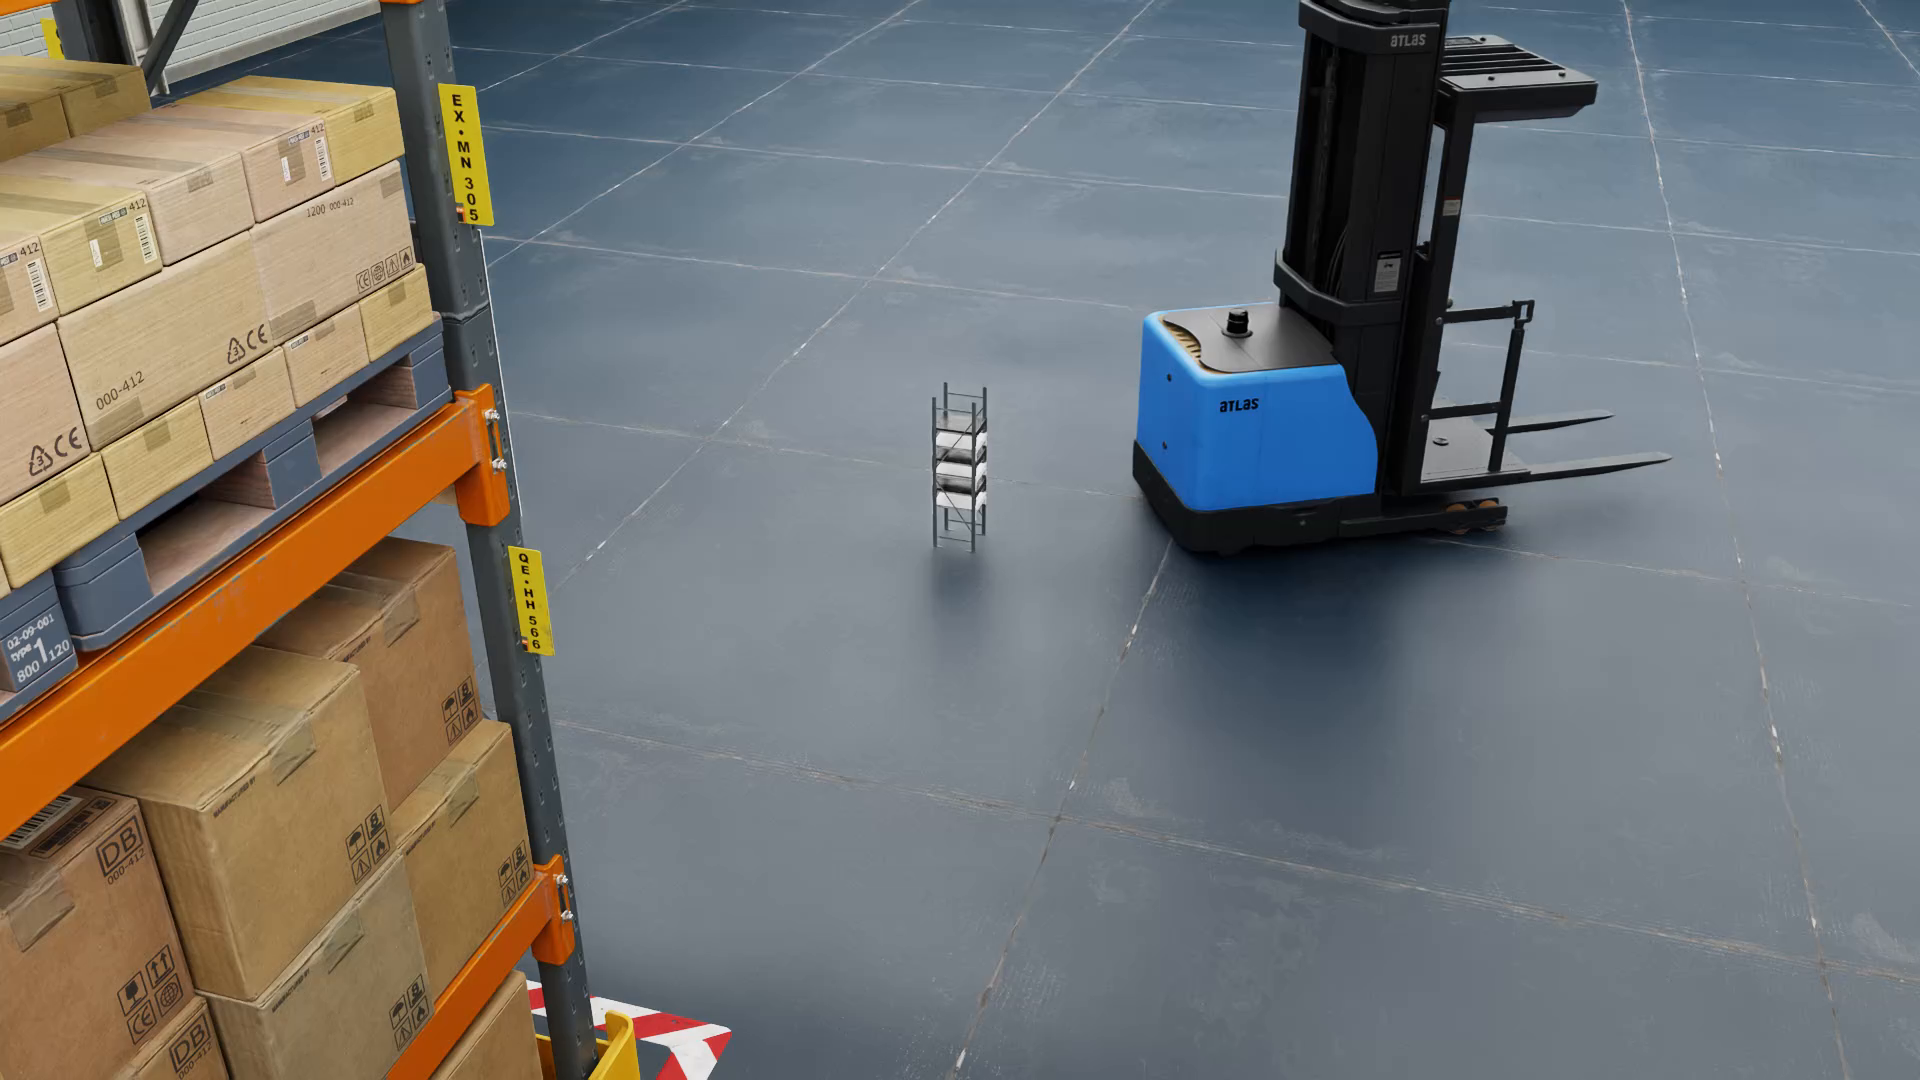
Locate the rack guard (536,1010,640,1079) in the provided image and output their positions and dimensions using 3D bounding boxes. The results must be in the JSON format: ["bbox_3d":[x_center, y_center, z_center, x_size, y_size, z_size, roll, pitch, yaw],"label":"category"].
[{"bbox_3d":[-1.652,1.772,5.551,1.175,0.500,0.348,8,30,15],"label":"rack guard"}]

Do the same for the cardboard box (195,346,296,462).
[{"bbox_3d":[-1.582,-0.298,3.339,0.380,0.149,0.250,9,30,16],"label":"cardboard box"}]

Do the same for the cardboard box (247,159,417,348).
[{"bbox_3d":[-1.536,-0.645,3.551,0.500,0.250,0.500,9,30,16],"label":"cardboard box"}]

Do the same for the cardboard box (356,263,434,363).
[{"bbox_3d":[-1.433,-0.535,3.764,0.380,0.149,0.250,8,30,15],"label":"cardboard box"}]

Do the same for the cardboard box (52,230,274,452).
[{"bbox_3d":[-1.683,-0.412,3.133,0.500,0.250,0.500,9,30,15],"label":"cardboard box"}]

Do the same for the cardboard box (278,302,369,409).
[{"bbox_3d":[-1.508,-0.418,3.554,0.380,0.149,0.250,9,30,15],"label":"cardboard box"}]

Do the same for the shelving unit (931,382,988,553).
[{"bbox_3d":[-0.002,-0.389,9.024,0.258,0.900,0.210,8,30,15],"label":"shelving unit"}]

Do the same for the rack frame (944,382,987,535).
[{"bbox_3d":[0.027,-0.437,9.109,0.240,0.900,0.006,8,30,15],"label":"rack frame"}]

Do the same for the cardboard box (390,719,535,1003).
[{"bbox_3d":[-1.725,0.804,4.565,0.875,0.550,0.550,8,30,15],"label":"cardboard box"}]

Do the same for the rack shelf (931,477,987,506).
[{"bbox_3d":[-0.002,-0.282,9.084,0.258,0.077,0.200,8,30,15],"label":"rack shelf"}]

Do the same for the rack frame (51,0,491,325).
[{"bbox_3d":[-1.659,-1.931,3.465,1.000,3.000,0.127,8,30,15],"label":"rack frame"}]

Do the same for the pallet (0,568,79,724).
[{"bbox_3d":[-2.223,0.334,2.571,1.003,0.211,1.213,8,30,15],"label":"pallet"}]

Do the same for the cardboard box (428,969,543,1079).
[{"bbox_3d":[-1.795,1.760,4.754,0.875,0.875,0.875,9,30,15],"label":"cardboard box"}]

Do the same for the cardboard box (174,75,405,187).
[{"bbox_3d":[-1.434,-0.881,3.566,0.380,0.149,0.250,9,30,15],"label":"cardboard box"}]

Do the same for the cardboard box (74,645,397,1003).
[{"bbox_3d":[-1.878,0.589,3.841,0.875,0.550,0.550,8,30,15],"label":"cardboard box"}]

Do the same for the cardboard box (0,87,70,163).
[{"bbox_3d":[-2.136,-0.860,3.528,0.380,0.149,0.250,9,30,15],"label":"cardboard box"}]

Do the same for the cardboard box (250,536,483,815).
[{"bbox_3d":[-1.805,0.320,4.324,0.875,0.550,0.550,8,30,15],"label":"cardboard box"}]

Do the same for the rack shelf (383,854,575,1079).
[{"bbox_3d":[-2.246,1.934,3.427,1.077,0.370,4.000,8,30,15],"label":"rack shelf"}]

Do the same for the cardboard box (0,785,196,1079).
[{"bbox_3d":[-2.173,0.830,3.408,0.875,0.550,0.550,8,30,15],"label":"cardboard box"}]

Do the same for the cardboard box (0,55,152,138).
[{"bbox_3d":[-2.061,-0.976,3.738,0.380,0.149,0.250,9,30,15],"label":"cardboard box"}]

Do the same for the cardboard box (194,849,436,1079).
[{"bbox_3d":[-1.865,1.063,4.100,0.875,0.550,0.550,8,30,15],"label":"cardboard box"}]

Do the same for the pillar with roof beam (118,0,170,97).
[{"bbox_3d":[-4.595,-8.064,14.490,9.100,9.000,0.400,8,30,15],"label":"pillar with roof beam"}]

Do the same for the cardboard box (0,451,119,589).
[{"bbox_3d":[-1.732,-0.062,2.913,0.380,0.149,0.250,8,30,14],"label":"cardboard box"}]

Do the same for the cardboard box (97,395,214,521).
[{"bbox_3d":[-1.657,-0.181,3.128,0.380,0.149,0.250,9,30,15],"label":"cardboard box"}]

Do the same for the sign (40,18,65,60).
[{"bbox_3d":[-2.188,-1.119,4.110,0.100,0.325,0.005,8,30,15],"label":"sign"}]

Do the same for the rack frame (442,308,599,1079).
[{"bbox_3d":[-1.659,0.691,4.923,1.000,3.000,0.127,8,30,15],"label":"rack frame"}]

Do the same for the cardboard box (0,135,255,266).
[{"bbox_3d":[-1.584,-0.646,3.144,0.380,0.149,0.250,9,30,16],"label":"cardboard box"}]

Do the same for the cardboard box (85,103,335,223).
[{"bbox_3d":[-1.508,-0.765,3.358,0.380,0.149,0.250,9,30,15],"label":"cardboard box"}]

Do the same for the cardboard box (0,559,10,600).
[{"bbox_3d":[-1.806,0.056,2.703,0.380,0.149,0.250,9,30,15],"label":"cardboard box"}]

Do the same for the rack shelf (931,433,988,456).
[{"bbox_3d":[-0.002,-0.518,8.953,0.258,0.077,0.200,8,30,15],"label":"rack shelf"}]

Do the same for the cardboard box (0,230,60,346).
[{"bbox_3d":[-1.733,-0.410,2.719,0.380,0.149,0.250,9,30,15],"label":"cardboard box"}]

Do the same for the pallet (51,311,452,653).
[{"bbox_3d":[-1.867,-0.235,3.593,1.003,0.211,1.213,8,30,15],"label":"pallet"}]

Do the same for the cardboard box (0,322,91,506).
[{"bbox_3d":[-1.832,-0.179,2.714,0.500,0.250,0.500,8,30,15],"label":"cardboard box"}]

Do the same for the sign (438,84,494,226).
[{"bbox_3d":[-1.145,-0.889,3.847,0.100,0.325,0.005,8,30,15],"label":"sign"}]

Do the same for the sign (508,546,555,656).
[{"bbox_3d":[-1.145,0.165,4.433,0.100,0.325,0.005,8,30,15],"label":"sign"}]

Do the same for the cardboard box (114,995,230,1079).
[{"bbox_3d":[-2.150,1.305,3.664,0.875,0.550,0.550,8,30,15],"label":"cardboard box"}]

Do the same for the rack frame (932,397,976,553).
[{"bbox_3d":[-0.032,-0.342,8.940,0.240,0.900,0.006,8,30,15],"label":"rack frame"}]

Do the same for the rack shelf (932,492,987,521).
[{"bbox_3d":[-0.002,-0.203,9.128,0.258,0.077,0.200,8,30,15],"label":"rack shelf"}]

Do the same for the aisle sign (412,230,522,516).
[{"bbox_3d":[-1.352,-0.436,4.273,0.394,0.787,0.004,8,30,15],"label":"aisle sign"}]

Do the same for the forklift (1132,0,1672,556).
[{"bbox_3d":[2.586,-1.556,9.032,3.031,2.935,1.130,-6,30,-11],"label":"forklift"}]

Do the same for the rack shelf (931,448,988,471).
[{"bbox_3d":[-0.002,-0.439,8.997,0.258,0.077,0.200,8,30,15],"label":"rack shelf"}]

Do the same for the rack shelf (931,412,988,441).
[{"bbox_3d":[-0.002,-0.596,8.909,0.258,0.077,0.200,8,30,15],"label":"rack shelf"}]

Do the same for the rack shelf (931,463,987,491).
[{"bbox_3d":[-0.002,-0.360,9.041,0.258,0.077,0.200,8,30,15],"label":"rack shelf"}]

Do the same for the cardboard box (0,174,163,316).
[{"bbox_3d":[-1.658,-0.526,2.927,0.380,0.149,0.250,9,30,16],"label":"cardboard box"}]

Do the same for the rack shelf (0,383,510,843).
[{"bbox_3d":[-2.246,0.624,2.698,1.077,0.370,4.000,8,30,15],"label":"rack shelf"}]
